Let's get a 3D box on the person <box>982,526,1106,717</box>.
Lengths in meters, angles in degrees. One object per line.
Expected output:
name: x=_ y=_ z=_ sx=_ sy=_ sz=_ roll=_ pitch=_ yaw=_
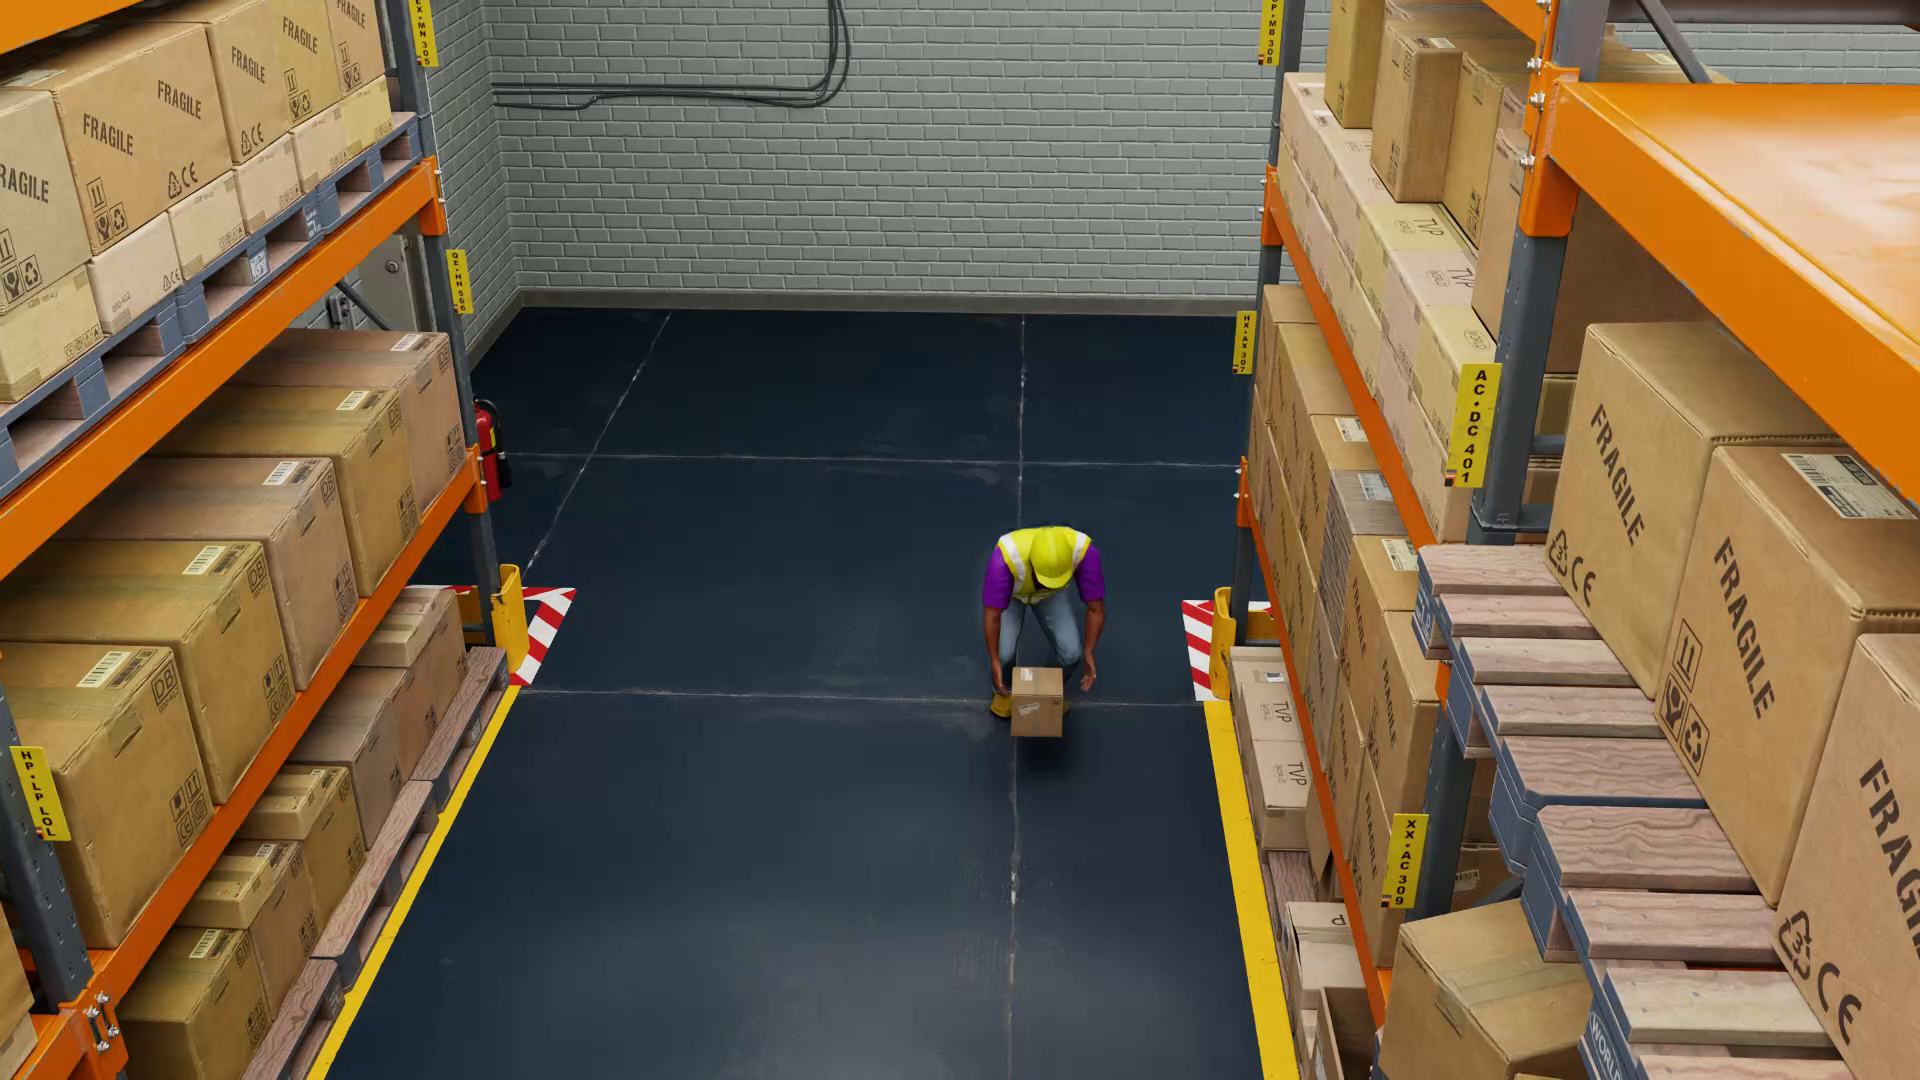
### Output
person: x=0.414 y=0.364 z=8.478 sx=0.623 sy=1.233 sz=0.832 roll=-1 pitch=28 yaw=-2
